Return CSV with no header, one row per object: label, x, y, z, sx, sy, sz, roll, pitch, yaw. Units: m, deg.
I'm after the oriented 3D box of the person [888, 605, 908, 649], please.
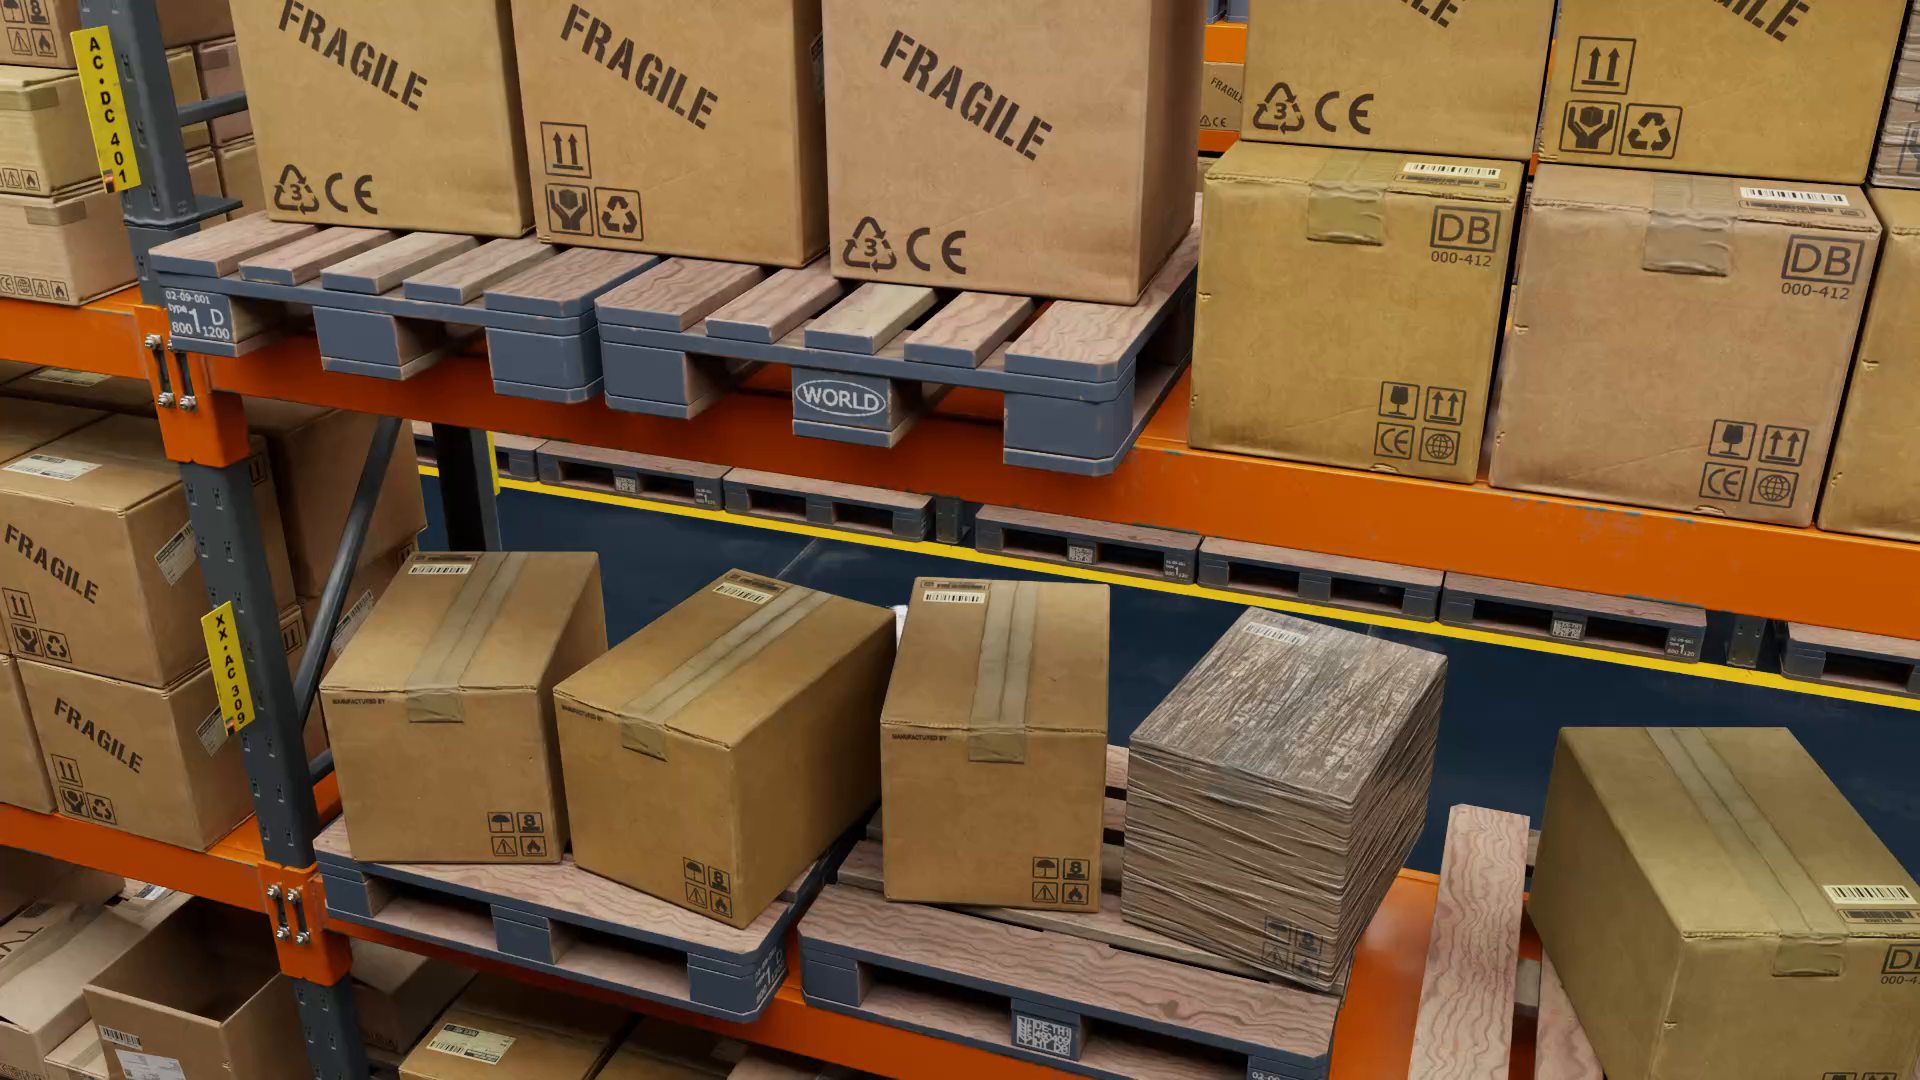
person,-0.215,0.792,6.452,0.543,0.913,1.028,8,27,15
